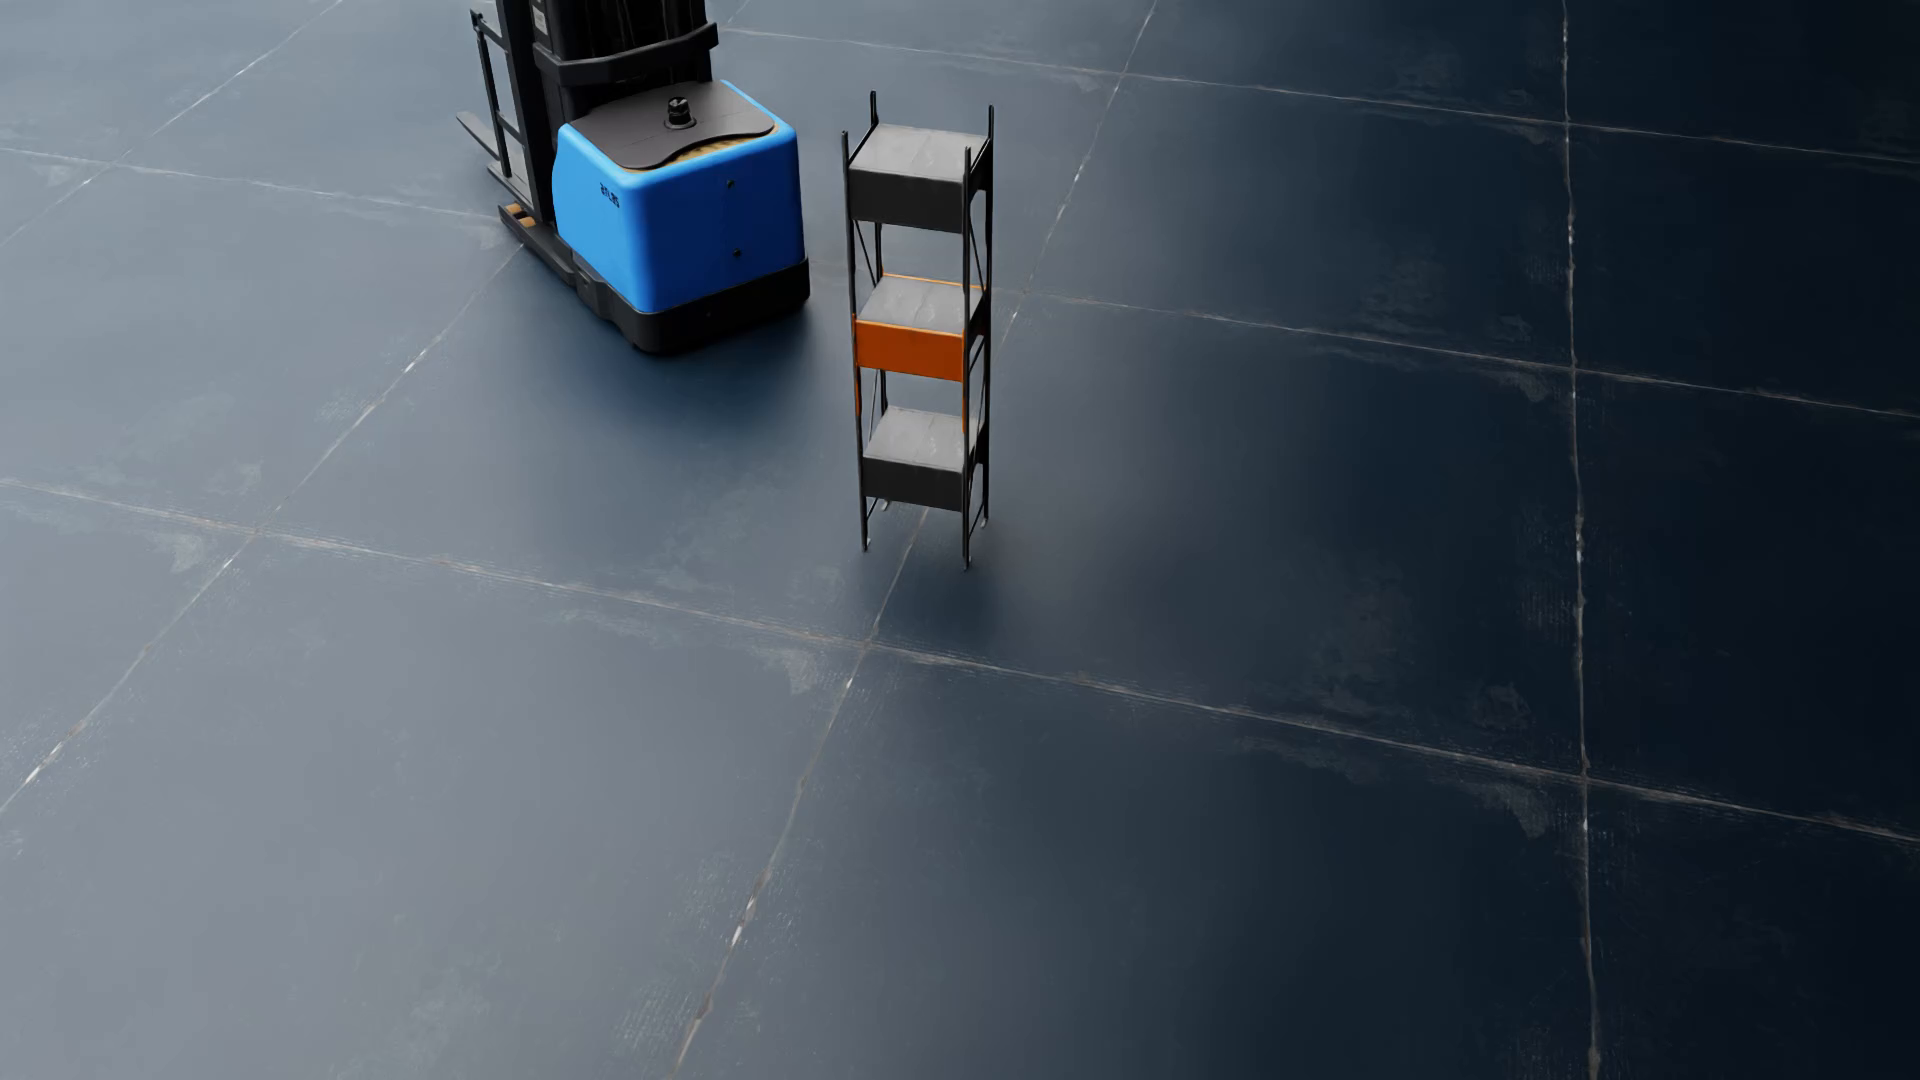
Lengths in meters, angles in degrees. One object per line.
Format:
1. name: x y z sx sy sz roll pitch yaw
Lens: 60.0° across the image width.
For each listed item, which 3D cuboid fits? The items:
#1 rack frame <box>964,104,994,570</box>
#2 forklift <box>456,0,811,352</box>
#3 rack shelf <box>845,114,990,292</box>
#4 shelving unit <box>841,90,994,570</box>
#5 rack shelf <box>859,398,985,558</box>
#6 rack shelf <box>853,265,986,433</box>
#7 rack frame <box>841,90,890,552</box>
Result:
1. rack frame: 0.076 -0.791 7.084 0.015 2.100 0.400 10 41 11
2. forklift: -2.097 -3.028 9.101 1.130 2.935 3.031 -24 46 -26
3. rack shelf: -0.160 -1.357 6.691 0.480 0.518 0.431 10 41 11
4. shelving unit: -0.160 -0.832 7.132 0.503 2.100 0.431 10 41 11
5. rack shelf: -0.160 -0.285 7.591 0.480 0.518 0.431 10 41 11
6. rack shelf: -0.160 -0.821 7.141 0.480 0.518 0.431 10 41 11
7. rack frame: -0.396 -0.872 7.180 0.015 2.100 0.400 10 41 11
